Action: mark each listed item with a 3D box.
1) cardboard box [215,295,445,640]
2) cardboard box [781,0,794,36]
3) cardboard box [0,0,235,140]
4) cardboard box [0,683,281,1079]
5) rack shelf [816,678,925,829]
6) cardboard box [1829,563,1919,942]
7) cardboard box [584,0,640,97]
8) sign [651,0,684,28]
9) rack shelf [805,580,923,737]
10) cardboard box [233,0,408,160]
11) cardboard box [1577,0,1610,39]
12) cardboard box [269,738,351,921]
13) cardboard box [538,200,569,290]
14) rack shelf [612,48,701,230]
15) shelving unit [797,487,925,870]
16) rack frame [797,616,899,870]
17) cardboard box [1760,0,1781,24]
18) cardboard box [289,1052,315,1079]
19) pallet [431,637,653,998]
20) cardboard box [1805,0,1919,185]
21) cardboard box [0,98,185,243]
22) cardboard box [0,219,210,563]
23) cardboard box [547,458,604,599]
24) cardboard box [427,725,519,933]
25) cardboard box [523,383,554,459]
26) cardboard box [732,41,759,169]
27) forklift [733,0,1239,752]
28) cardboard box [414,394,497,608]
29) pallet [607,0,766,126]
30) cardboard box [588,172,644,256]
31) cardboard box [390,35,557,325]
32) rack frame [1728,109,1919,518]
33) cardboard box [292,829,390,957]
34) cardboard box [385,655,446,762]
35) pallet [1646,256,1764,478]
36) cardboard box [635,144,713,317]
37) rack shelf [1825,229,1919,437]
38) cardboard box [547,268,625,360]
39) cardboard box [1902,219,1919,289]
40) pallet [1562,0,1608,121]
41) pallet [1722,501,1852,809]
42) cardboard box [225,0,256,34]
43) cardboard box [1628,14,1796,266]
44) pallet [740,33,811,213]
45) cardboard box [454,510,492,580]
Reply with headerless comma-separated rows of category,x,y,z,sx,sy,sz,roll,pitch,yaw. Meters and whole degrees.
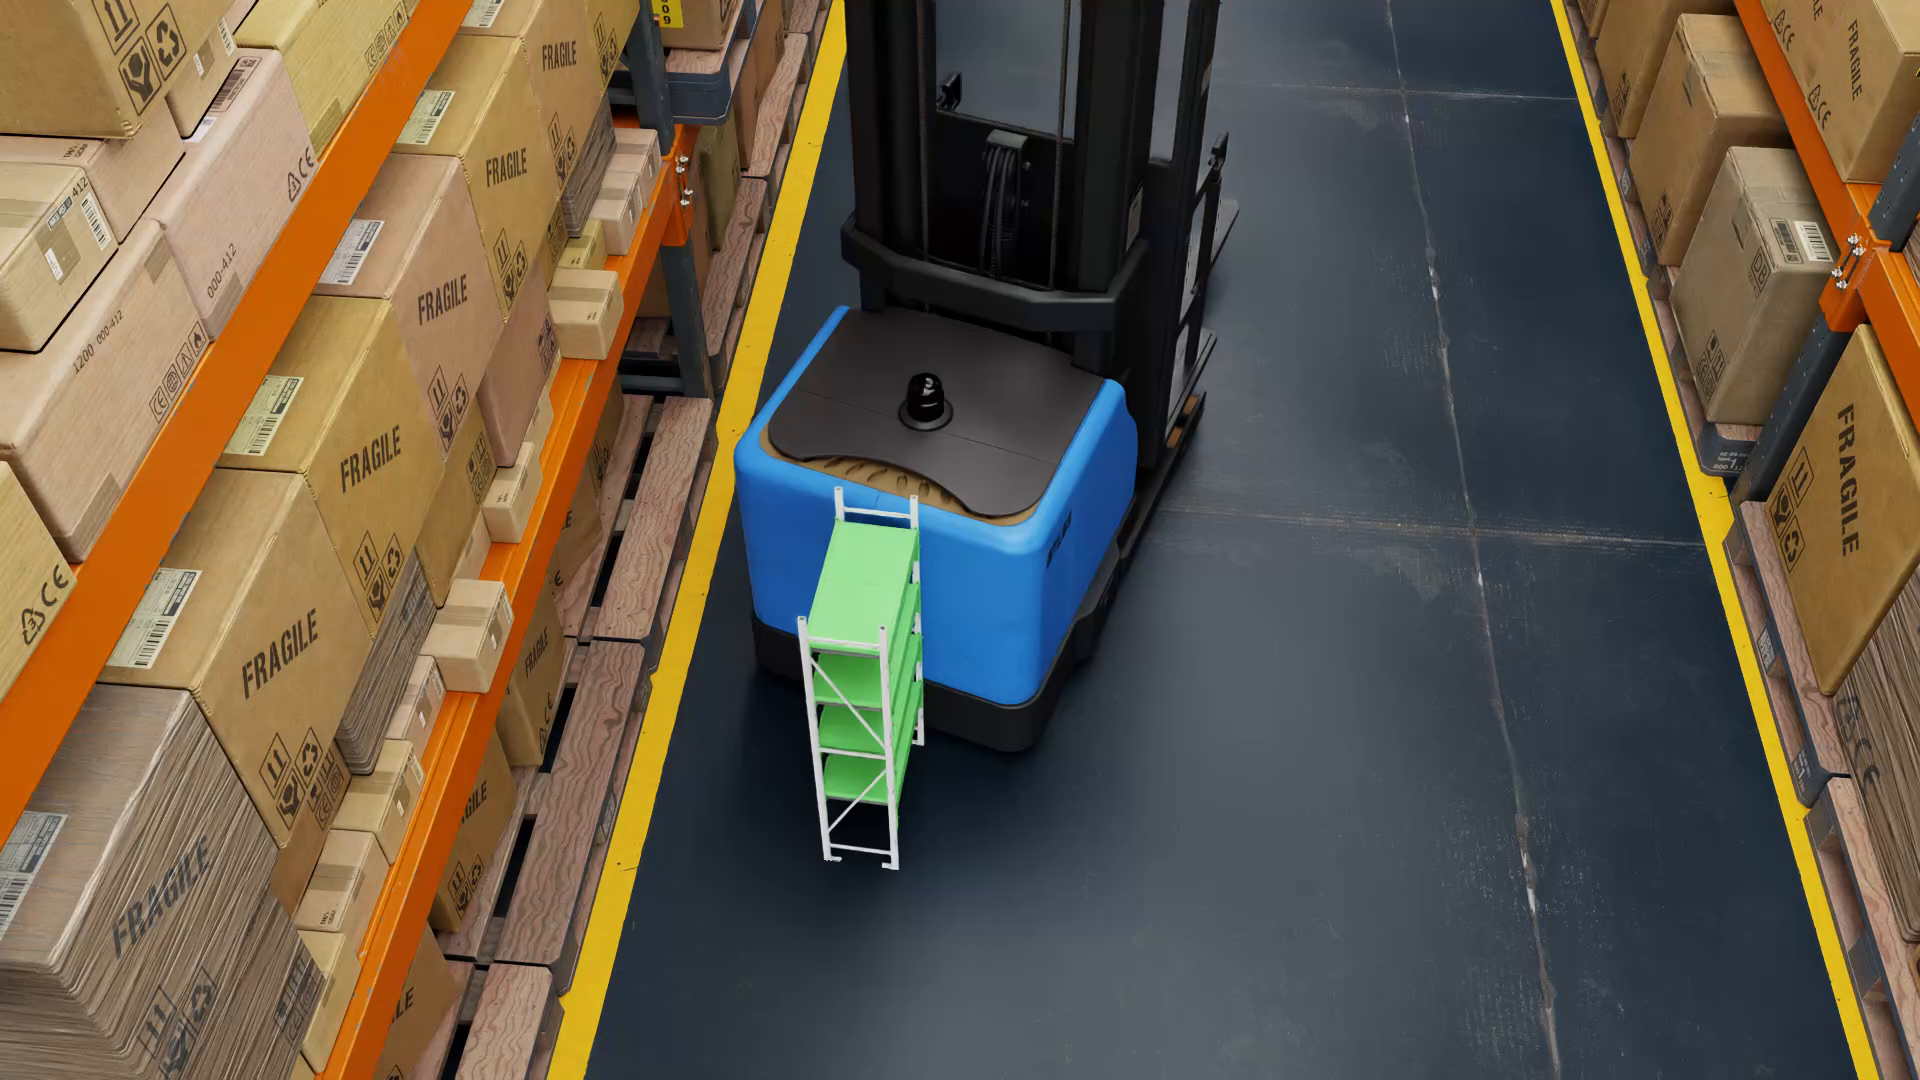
cardboard box,-1.428,-0.157,3.414,0.500,0.500,0.500,4,48,4
cardboard box,-1.197,-2.847,8.217,0.700,0.500,0.500,0,48,0
cardboard box,-1.442,-0.953,2.448,0.500,0.500,0.500,4,48,3
cardboard box,-1.525,0.577,2.742,0.500,0.500,0.500,4,48,4
rack shelf,-0.277,0.653,5.251,0.258,0.148,0.480,6,48,6
cardboard box,3.243,0.599,4.825,0.875,0.875,0.875,4,48,4
cardboard box,-1.249,-1.627,4.759,0.500,0.500,0.500,4,48,4
sign,-0.941,-1.766,5.246,0.100,0.325,0.005,4,48,4
rack shelf,-0.277,0.329,4.897,0.258,0.148,0.480,6,48,6
cardboard box,-1.413,-0.990,3.191,0.500,0.250,0.500,5,48,5
cardboard box,3.667,-2.977,8.180,1.050,0.750,0.750,3,48,3
cardboard box,-1.843,0.523,3.470,0.875,0.500,0.500,4,48,4
cardboard box,-1.665,-0.947,4.814,0.875,0.500,0.500,4,48,4
rack shelf,-1.300,-2.732,7.203,1.077,0.370,4.000,4,48,4
shelving unit,-0.277,0.448,5.027,0.258,1.200,0.503,6,48,6
rack frame,-0.314,0.626,4.864,0.240,1.200,0.015,6,48,6
cardboard box,3.321,-2.275,6.230,0.500,0.500,0.500,4,48,4
cardboard box,-1.541,1.144,3.342,0.380,0.149,0.250,4,48,4
pallet,-1.617,0.831,5.347,1.003,0.211,1.213,4,48,4
cardboard box,3.229,-1.532,5.551,0.500,0.500,0.500,4,48,3
cardboard box,-1.449,-0.600,2.565,0.380,0.149,0.250,4,48,3
cardboard box,-1.505,-0.243,2.509,0.500,0.250,0.500,3,48,3
cardboard box,-1.603,-0.090,5.709,0.500,0.500,0.500,18,50,16
cardboard box,-1.677,0.778,4.915,0.500,0.500,0.500,8,48,7
cardboard box,-1.372,-0.327,4.687,0.380,0.149,0.250,4,48,4
cardboard box,-1.292,-2.020,7.460,0.700,0.500,0.500,0,48,0
forklift,0.328,-1.393,5.538,1.130,2.935,3.031,17,50,15
cardboard box,-1.697,-0.209,4.139,0.875,0.500,0.500,4,48,4
pallet,-1.268,-1.992,6.169,1.003,0.211,1.213,4,48,4
cardboard box,-1.241,-1.059,5.356,0.380,0.149,0.250,4,48,4
cardboard box,-1.340,-0.892,4.086,0.500,0.500,0.500,4,48,4
rack frame,3.448,-1.097,5.221,1.000,3.000,0.127,4,48,4
cardboard box,-1.502,0.776,3.678,0.380,0.149,0.250,4,48,4
cardboard box,-1.476,0.407,4.015,0.380,0.149,0.250,4,48,4
pallet,3.443,-0.728,6.773,1.003,0.211,1.213,4,48,4
cardboard box,-1.405,-1.259,6.765,0.700,0.500,0.500,1,48,1
rack shelf,3.266,0.616,4.142,1.077,0.370,4.000,4,48,4
cardboard box,-1.236,-0.688,5.017,0.380,0.149,0.250,4,48,4
cardboard box,3.426,-0.876,4.916,0.875,0.550,0.550,4,48,4
pallet,3.666,-2.521,8.413,1.003,0.211,1.213,4,48,4
pallet,3.301,0.398,5.743,1.003,0.211,1.213,4,48,4
cardboard box,-1.463,-0.988,2.920,0.380,0.149,0.250,3,48,3
cardboard box,3.507,-1.650,6.967,1.050,0.750,0.750,4,48,4
pallet,-1.304,-2.035,7.968,1.003,0.211,1.213,4,48,4
cardboard box,-1.459,0.038,4.353,0.380,0.149,0.250,4,48,4
